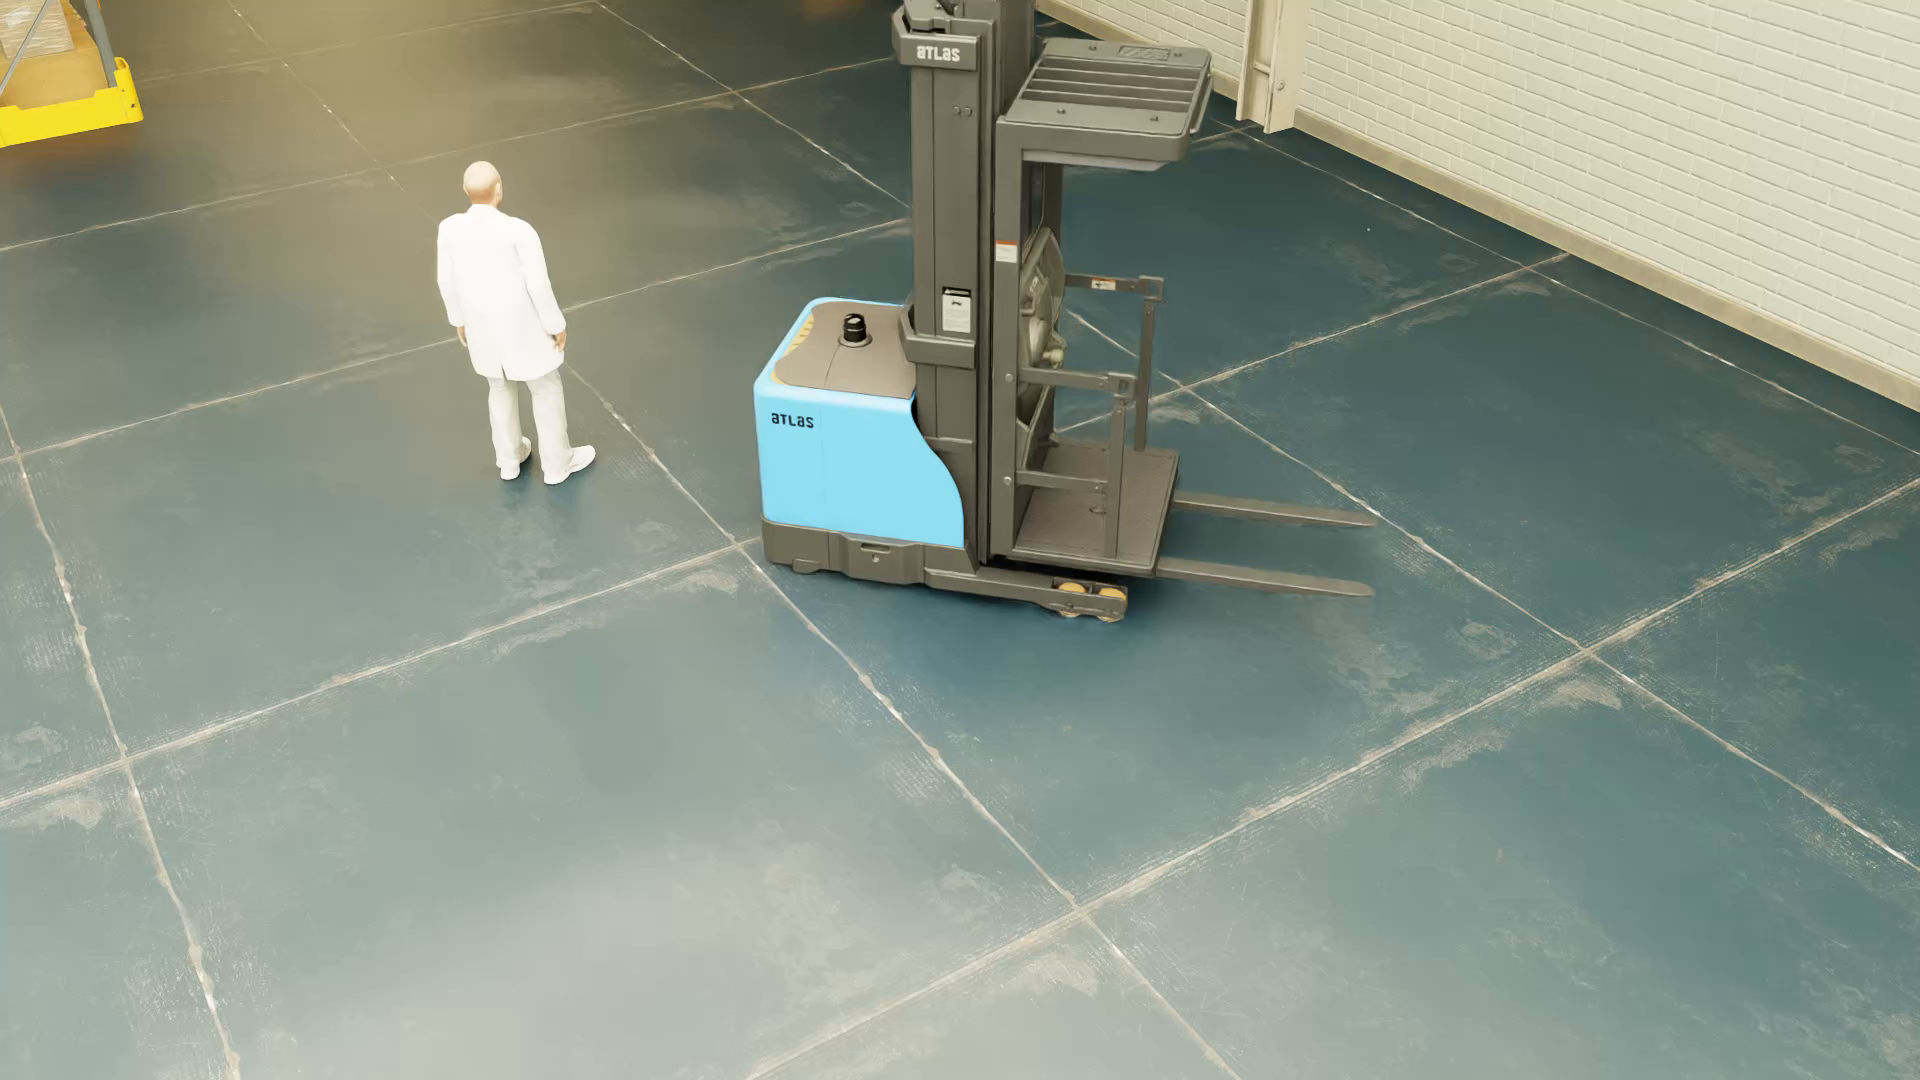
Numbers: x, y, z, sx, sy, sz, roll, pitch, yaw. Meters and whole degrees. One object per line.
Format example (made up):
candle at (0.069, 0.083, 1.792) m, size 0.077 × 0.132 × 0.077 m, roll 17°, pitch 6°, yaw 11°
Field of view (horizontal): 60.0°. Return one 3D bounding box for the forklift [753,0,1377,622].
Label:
forklift at (0.571, -1.135, 7.763) m, size 3.031 × 2.935 × 1.130 m, roll 8°, pitch 36°, yaw 11°

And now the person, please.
person at (-2.382, -1.127, 8.759) m, size 0.647 × 1.772 × 0.430 m, roll 7°, pitch 36°, yaw 10°
